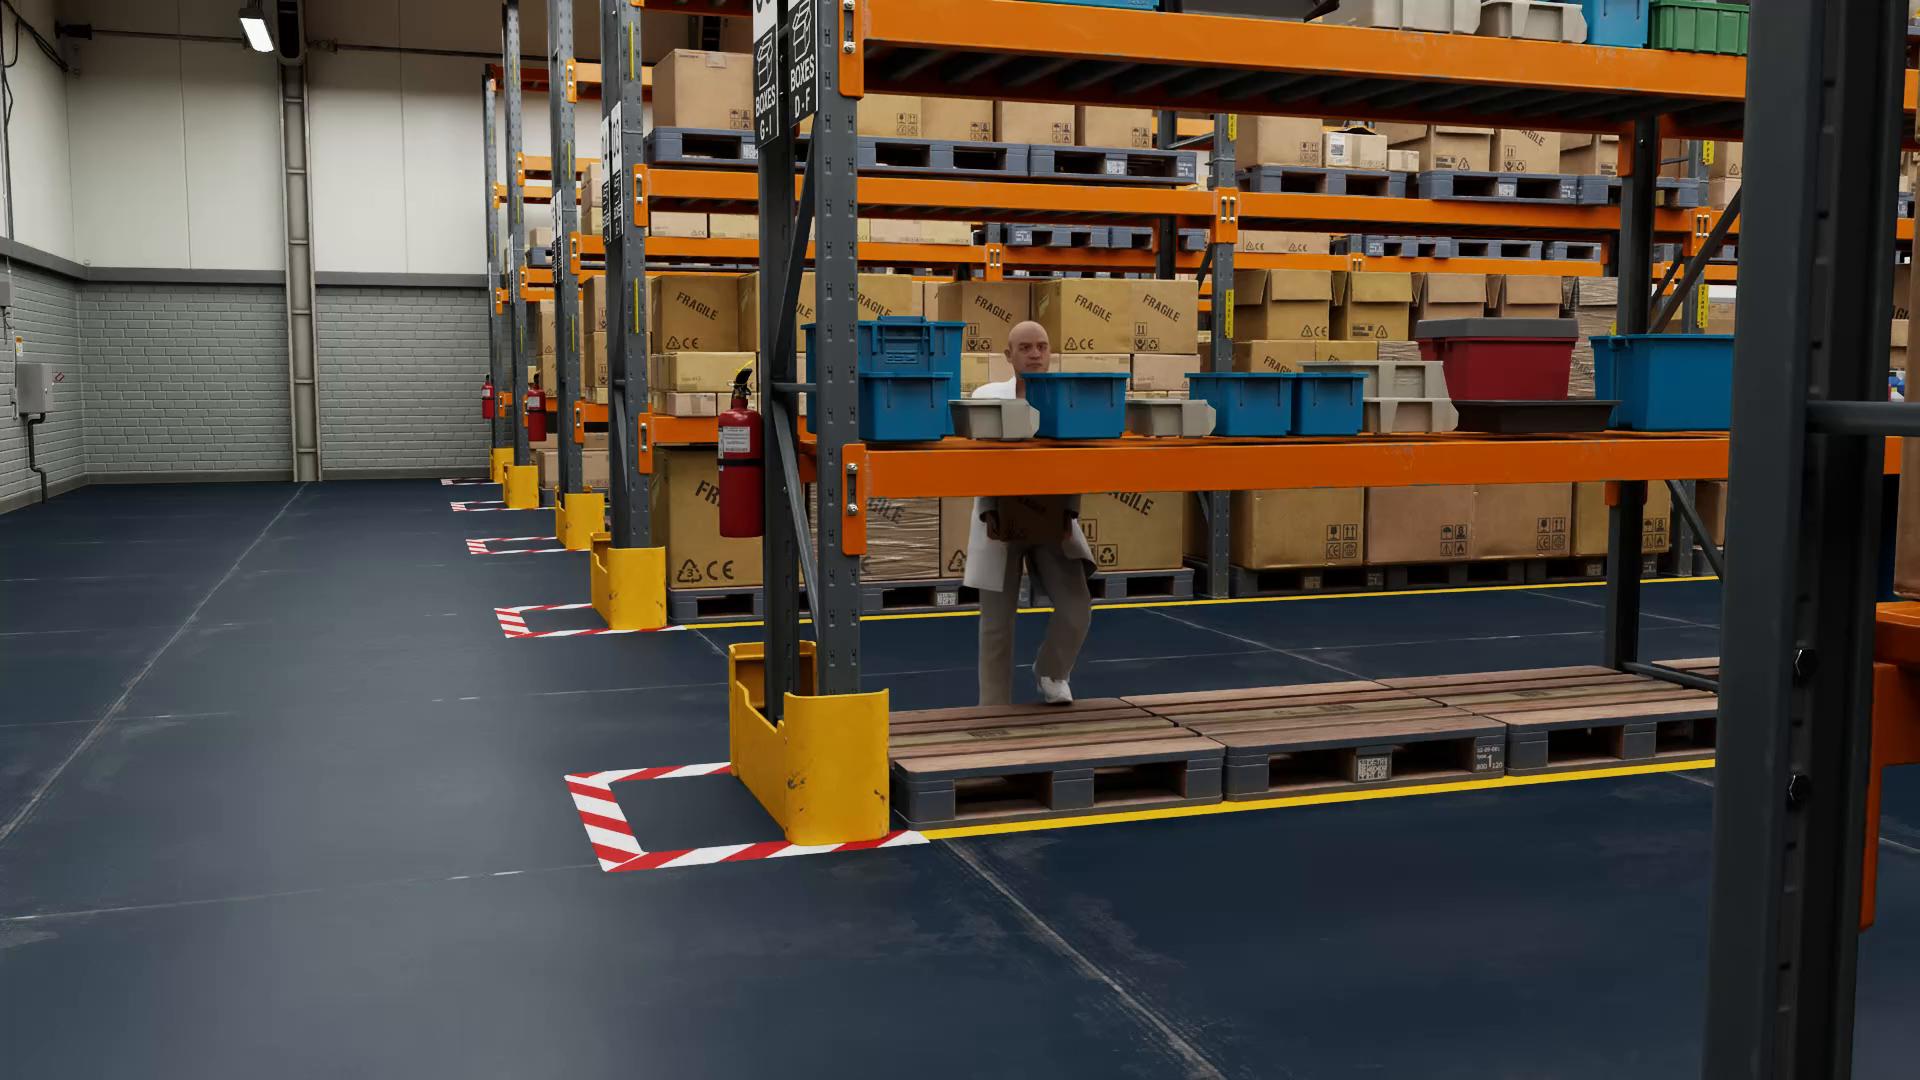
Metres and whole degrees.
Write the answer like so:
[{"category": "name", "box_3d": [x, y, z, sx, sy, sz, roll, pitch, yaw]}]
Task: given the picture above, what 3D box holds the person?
[{"category": "person", "box_3d": [0.290, -0.004, 6.819, 0.552, 1.780, 0.557, 0, 6, -2]}]
